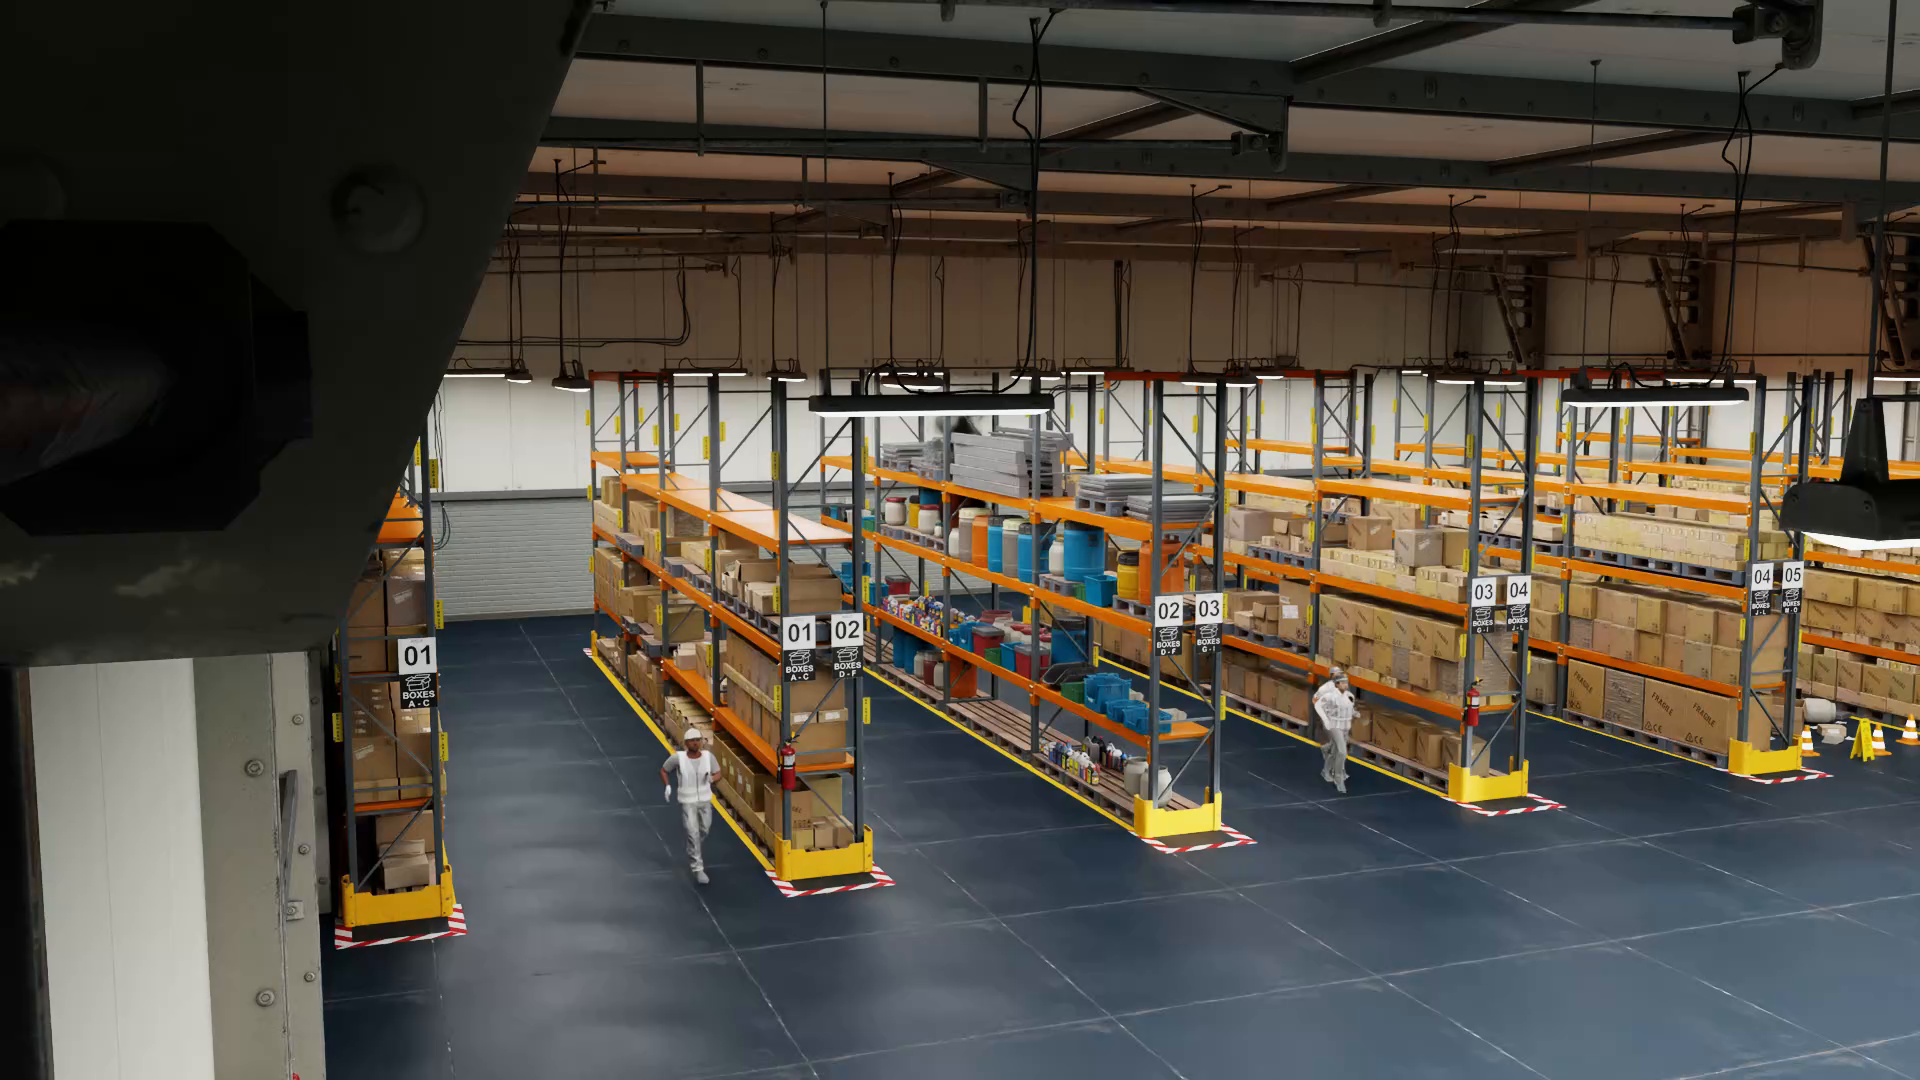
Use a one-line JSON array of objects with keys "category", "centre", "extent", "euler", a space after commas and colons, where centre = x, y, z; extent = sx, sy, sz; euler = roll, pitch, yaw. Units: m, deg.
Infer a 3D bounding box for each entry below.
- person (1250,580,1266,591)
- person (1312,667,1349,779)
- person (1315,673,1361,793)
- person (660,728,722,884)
[{"category": "person", "centre": [7.445, 0.892, 41.421], "extent": [0.534, 1.649, 0.684], "euler": [4, 8, 32]}, {"category": "person", "centre": [5.644, 2.719, 25.107], "extent": [0.620, 1.634, 0.823], "euler": [-3, 7, -24]}, {"category": "person", "centre": [5.528, 2.794, 24.284], "extent": [0.576, 1.753, 0.751], "euler": [-4, 7, -30]}, {"category": "person", "centre": [-3.212, 3.173, 20.149], "extent": [0.696, 1.772, 0.958], "euler": [-3, 7, -28]}]
